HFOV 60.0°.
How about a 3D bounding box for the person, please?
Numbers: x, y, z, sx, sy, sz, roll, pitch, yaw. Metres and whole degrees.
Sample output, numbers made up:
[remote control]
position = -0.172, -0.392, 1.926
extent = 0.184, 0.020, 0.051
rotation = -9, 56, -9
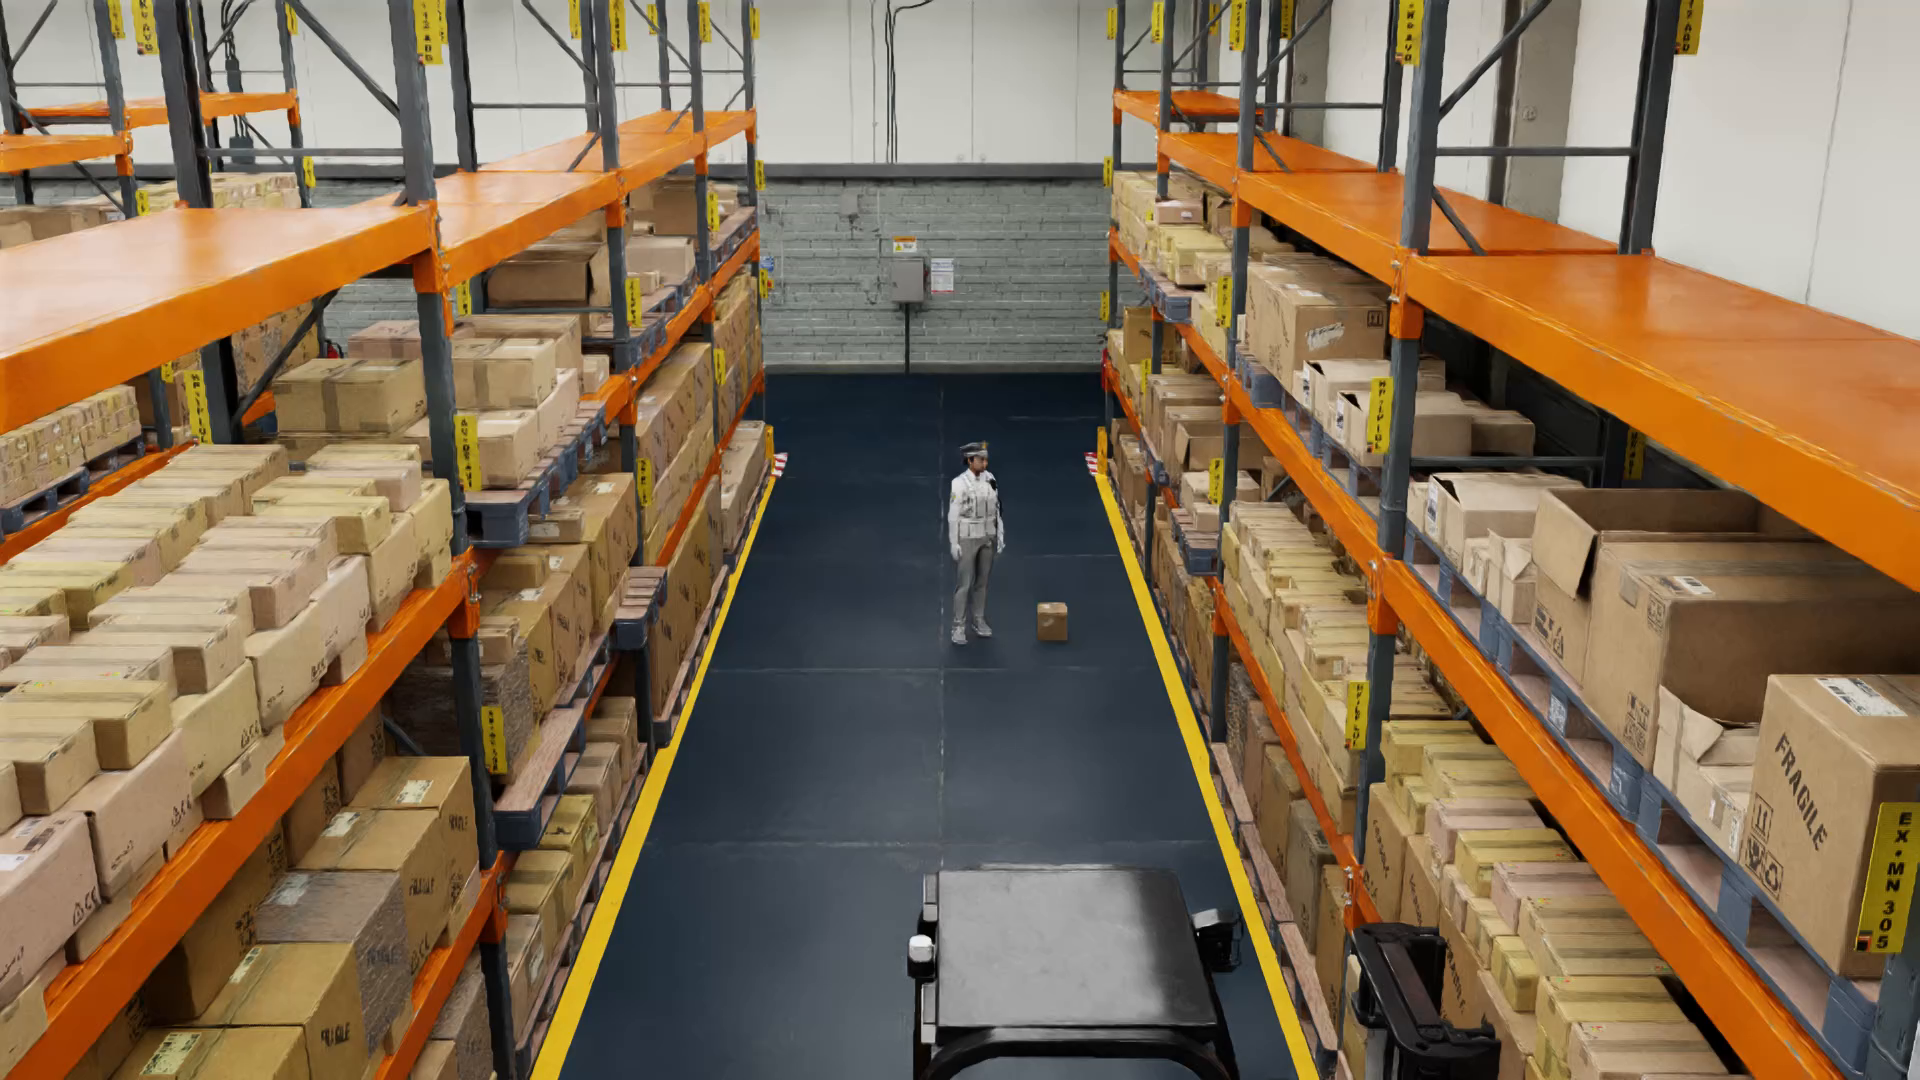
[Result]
[person]
position = -2.905, 0.558, 11.355
extent = 8.731, 2.202, 0.748
rotation = -14, 22, -37
